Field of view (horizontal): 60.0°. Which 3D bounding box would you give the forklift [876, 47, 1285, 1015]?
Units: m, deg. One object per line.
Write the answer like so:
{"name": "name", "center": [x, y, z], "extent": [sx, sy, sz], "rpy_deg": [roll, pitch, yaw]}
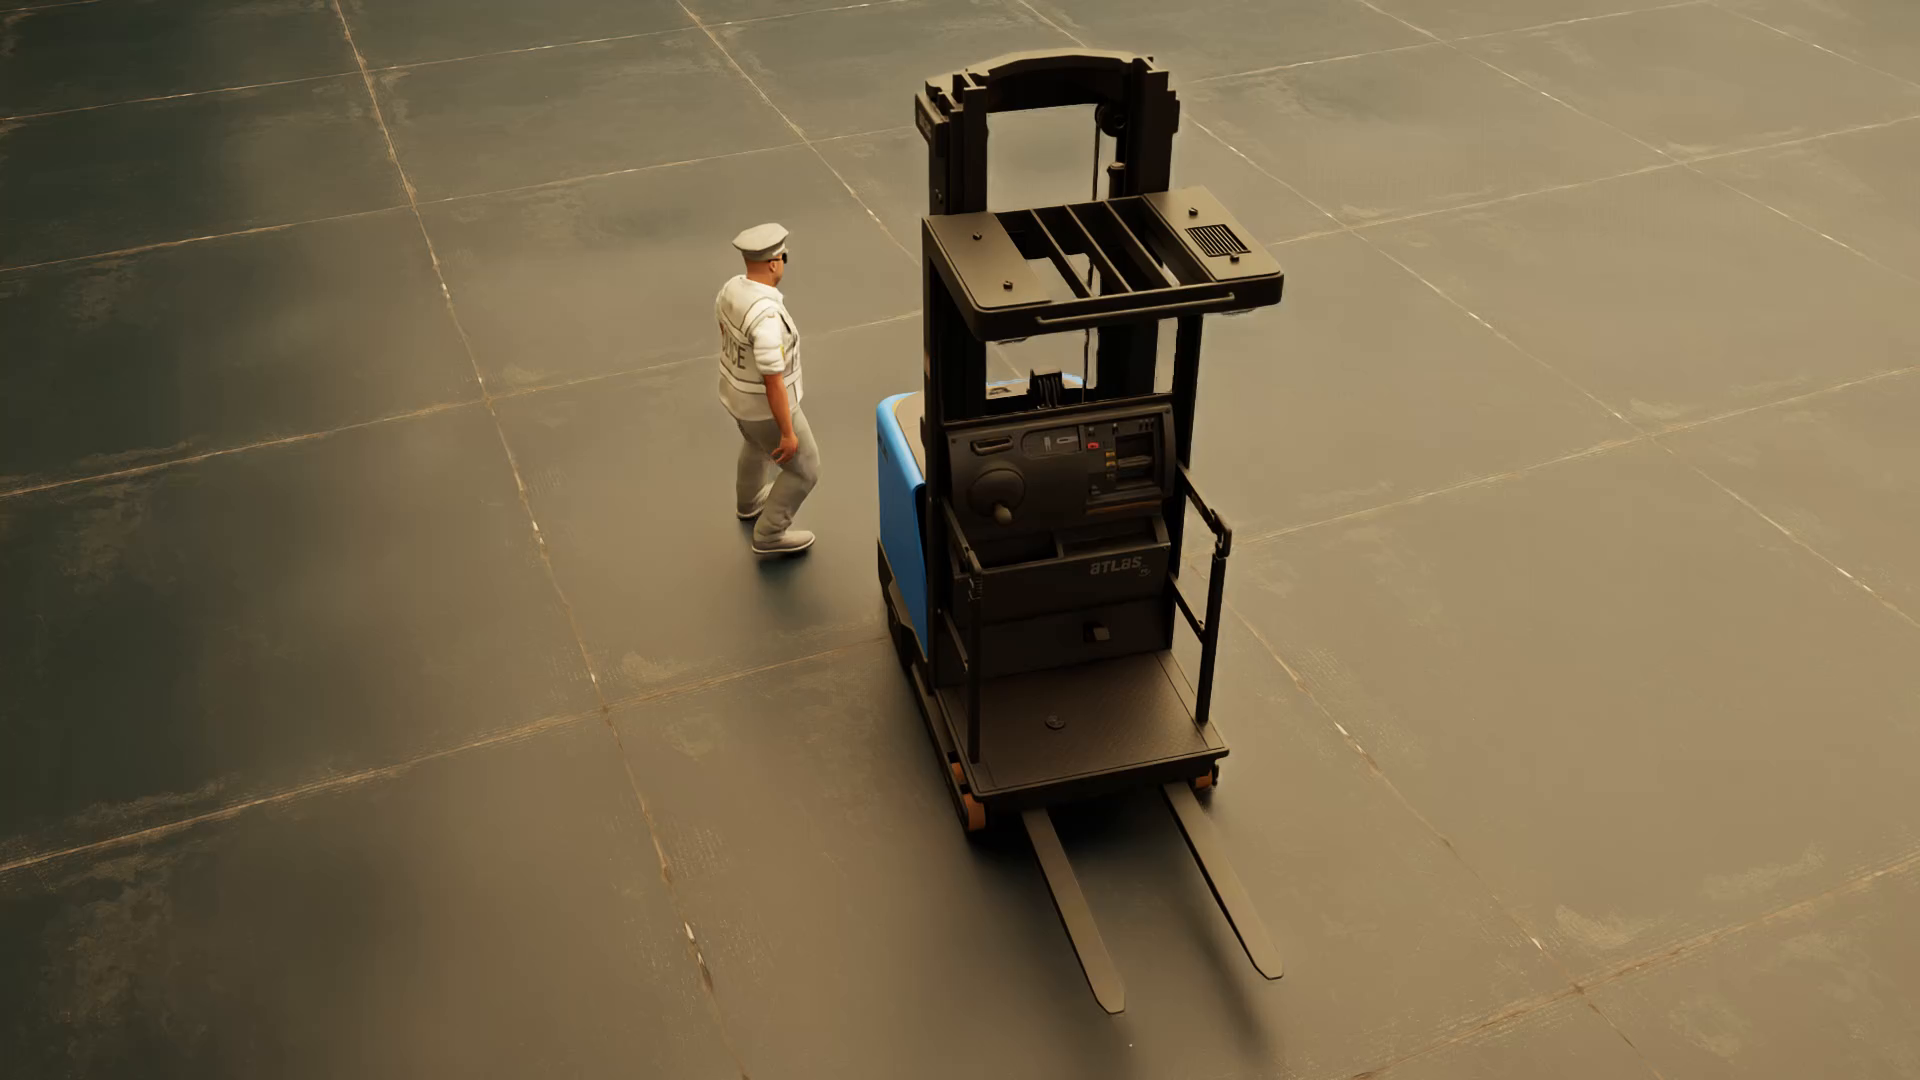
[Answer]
{"name": "forklift", "center": [0.464, -0.232, 6.425], "extent": [1.130, 2.935, 3.031], "rpy_deg": [-9, 36, -12]}

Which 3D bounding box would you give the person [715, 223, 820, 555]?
{"name": "person", "center": [-0.962, -0.712, 8.144], "extent": [0.417, 1.724, 0.831], "rpy_deg": [-18, 39, -24]}
